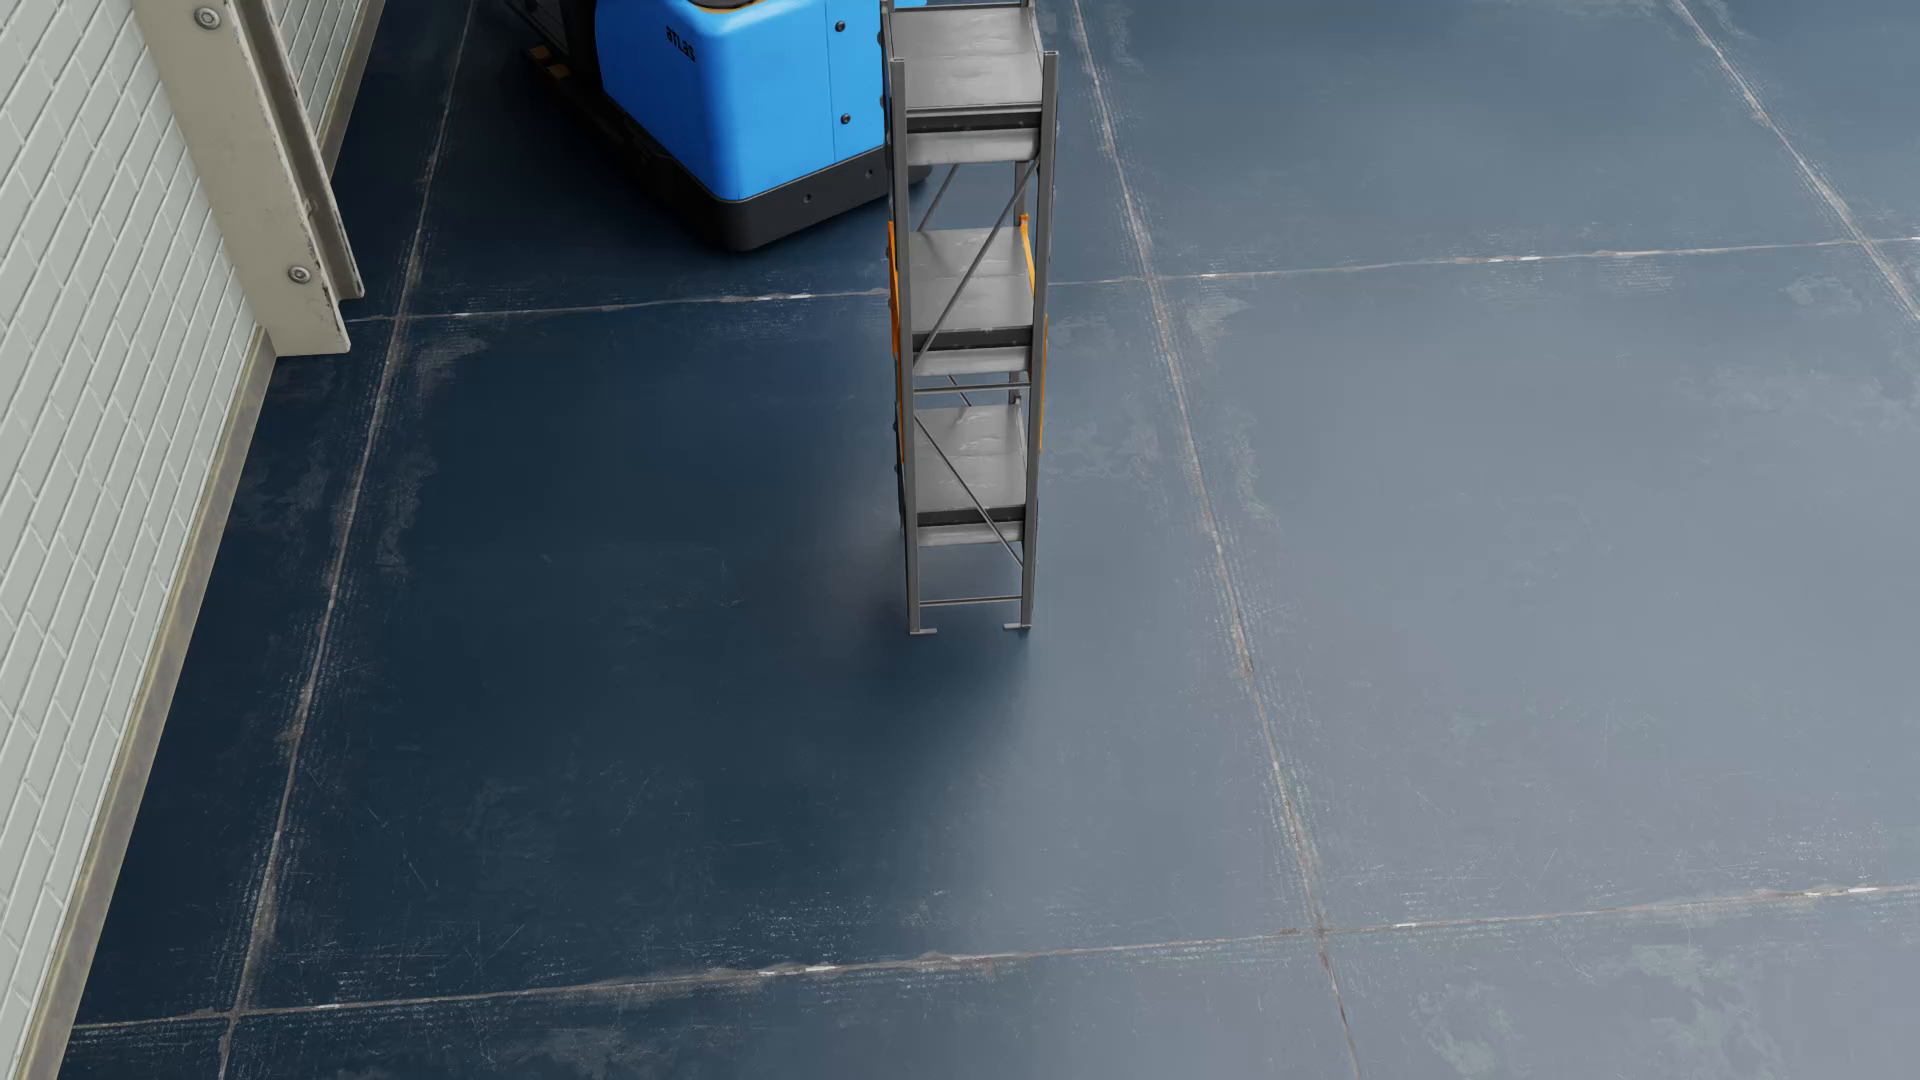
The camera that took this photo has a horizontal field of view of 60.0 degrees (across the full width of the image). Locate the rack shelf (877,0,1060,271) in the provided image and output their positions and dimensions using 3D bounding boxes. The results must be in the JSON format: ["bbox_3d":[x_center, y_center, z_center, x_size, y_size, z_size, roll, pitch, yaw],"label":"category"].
[{"bbox_3d":[0.014,-1.074,4.376,0.431,0.518,0.480,-3,47,-3],"label":"rack shelf"}]

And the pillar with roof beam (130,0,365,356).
[{"bbox_3d":[1.752,-4.217,3.546,9.100,9.000,0.400,-3,47,-3],"label":"pillar with roof beam"}]

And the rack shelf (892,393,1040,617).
[{"bbox_3d":[0.014,-0.112,5.392,0.431,0.518,0.480,-3,47,-3],"label":"rack shelf"}]

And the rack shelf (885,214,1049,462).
[{"bbox_3d":[0.014,-0.593,4.884,0.431,0.518,0.480,-3,47,-3],"label":"rack shelf"}]

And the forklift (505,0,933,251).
[{"bbox_3d":[-1.383,-3.215,6.776,1.130,2.935,3.031,-28,52,-24],"label":"forklift"}]

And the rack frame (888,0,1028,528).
[{"bbox_3d":[-0.007,-0.779,5.041,0.400,2.100,0.015,-3,47,-3],"label":"rack frame"}]

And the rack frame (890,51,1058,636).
[{"bbox_3d":[0.034,-0.426,4.707,0.400,2.100,0.015,-3,47,-3],"label":"rack frame"}]

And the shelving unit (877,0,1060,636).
[{"bbox_3d":[0.014,-0.602,4.874,0.431,2.100,0.503,-3,47,-3],"label":"shelving unit"}]
